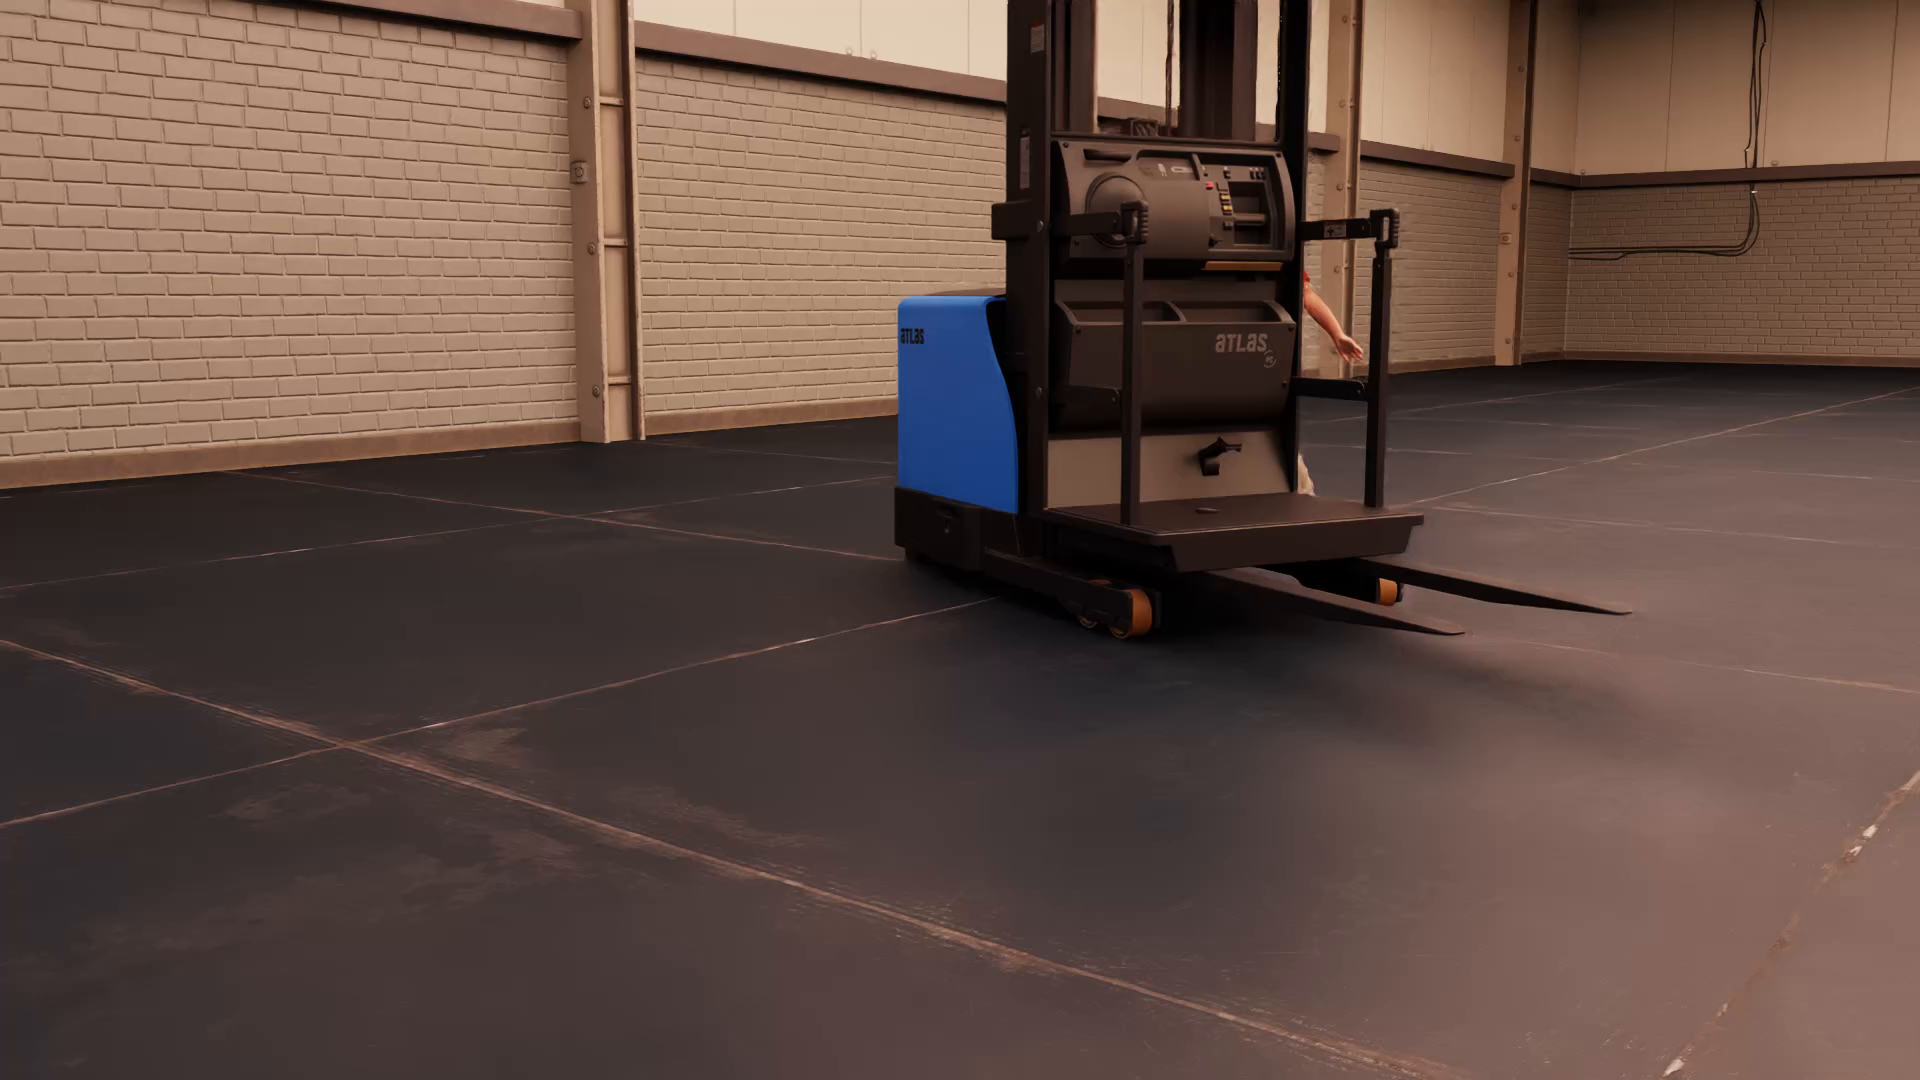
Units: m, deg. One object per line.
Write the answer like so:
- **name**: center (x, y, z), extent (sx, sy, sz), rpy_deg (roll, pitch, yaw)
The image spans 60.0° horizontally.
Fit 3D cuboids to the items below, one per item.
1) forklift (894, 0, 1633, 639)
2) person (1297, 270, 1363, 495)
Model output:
- **forklift**: center (0.854, -1.209, 5.541), extent (1.130, 2.935, 3.031), rpy_deg (-4, 9, -27)
- **person**: center (1.370, -0.845, 8.241), extent (1.109, 1.701, 0.578), rpy_deg (-1, 8, -9)
